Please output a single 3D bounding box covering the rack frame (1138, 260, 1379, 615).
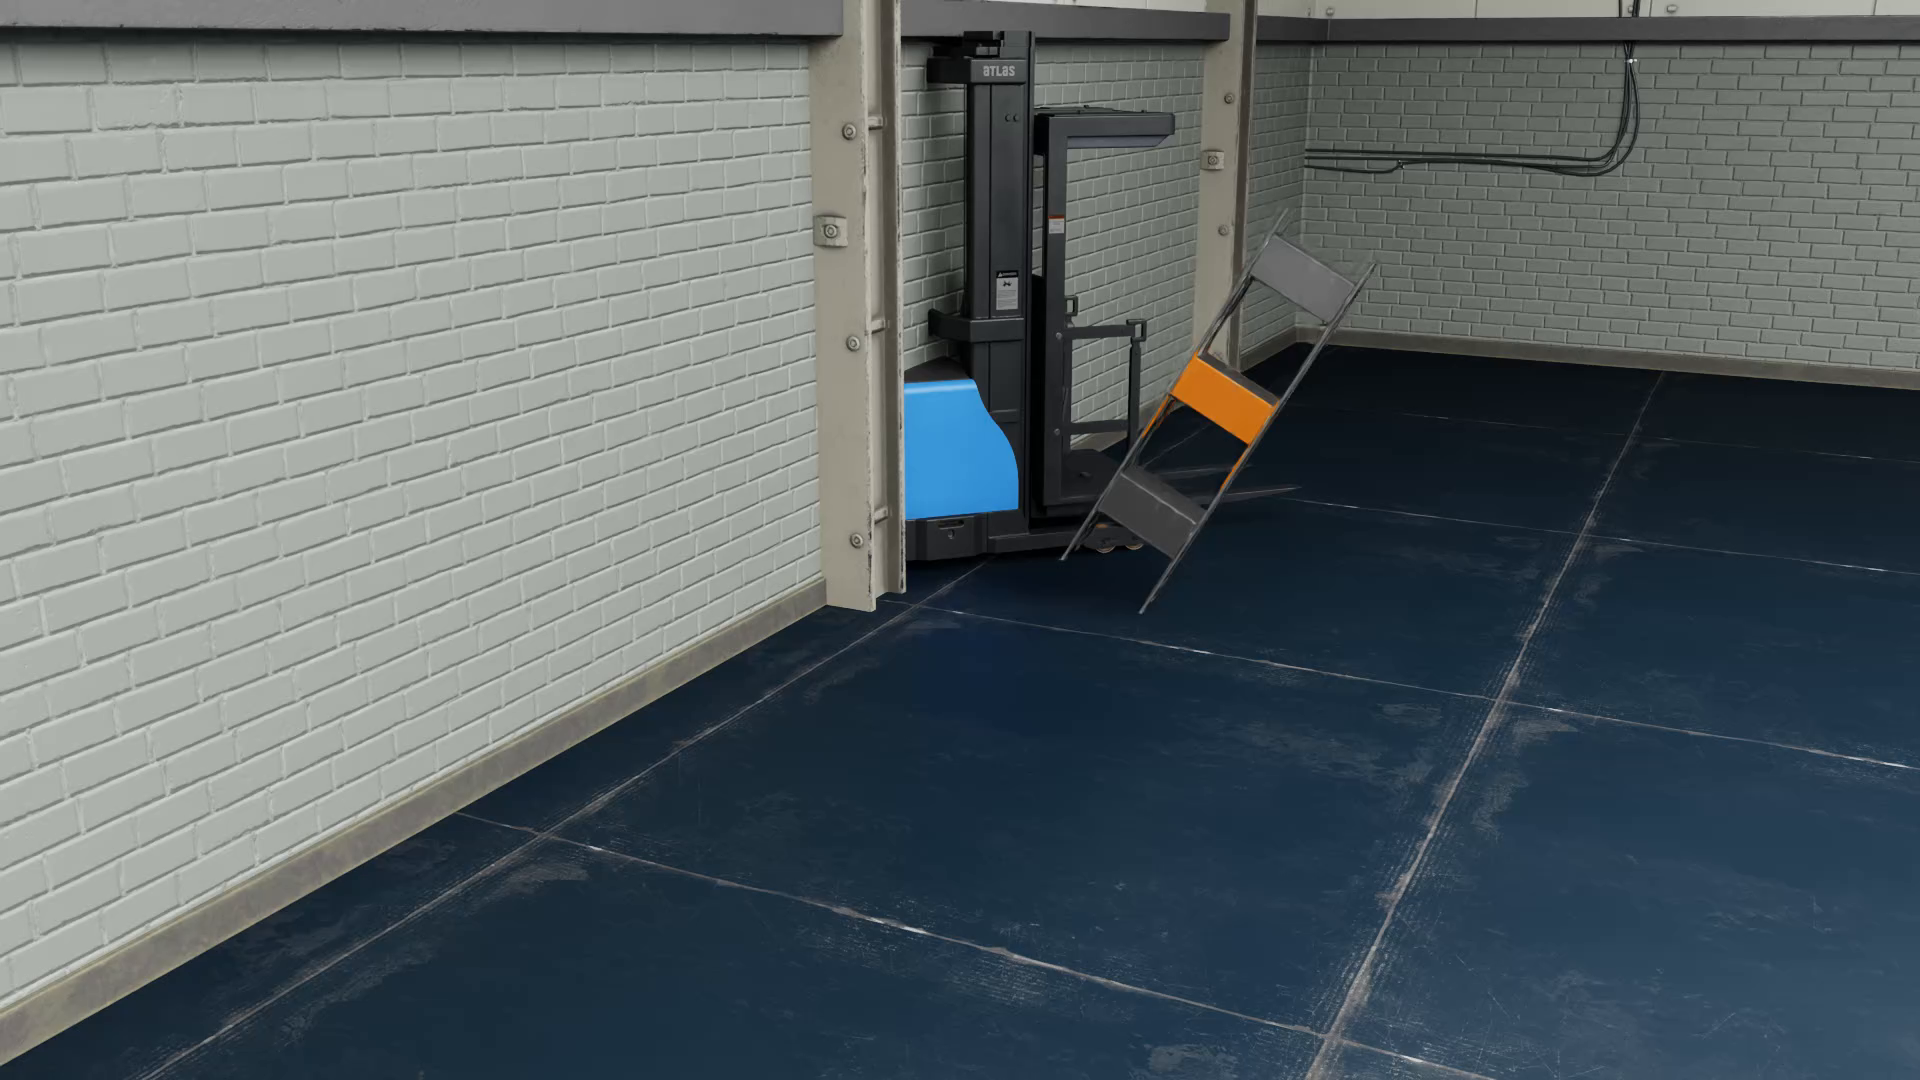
[{"bbox_3d":[1.507,-0.507,8.428,0.015,2.100,0.400,34,17,9],"label":"rack frame"}]

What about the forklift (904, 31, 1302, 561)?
[{"bbox_3d":[0.591,-1.465,9.807,3.031,2.935,1.130,-6,17,-19],"label":"forklift"}]

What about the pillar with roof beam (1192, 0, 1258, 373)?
[{"bbox_3d":[6.015,-4.986,11.007,9.100,9.000,0.400,8,18,25],"label":"pillar with roof beam"}]

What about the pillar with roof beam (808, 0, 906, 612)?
[{"bbox_3d":[3.334,-3.458,5.861,9.100,9.000,0.400,8,18,25],"label":"pillar with roof beam"}]

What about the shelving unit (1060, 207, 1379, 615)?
[{"bbox_3d":[1.307,-0.644,8.464,0.503,2.100,0.431,34,17,9],"label":"shelving unit"}]

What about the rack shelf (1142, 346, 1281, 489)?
[{"bbox_3d":[1.301,-0.632,8.468,0.480,0.518,0.431,34,17,9],"label":"rack shelf"}]

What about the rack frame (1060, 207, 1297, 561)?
[{"bbox_3d":[1.108,-0.780,8.501,0.015,2.100,0.400,34,17,9],"label":"rack frame"}]

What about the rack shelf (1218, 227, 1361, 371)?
[{"bbox_3d":[1.652,-1.202,8.262,0.480,0.518,0.431,34,17,9],"label":"rack shelf"}]

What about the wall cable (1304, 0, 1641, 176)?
[{"bbox_3d":[4.663,-4.627,15.253,3.097,2.526,0.112,8,18,25],"label":"wall cable"}]

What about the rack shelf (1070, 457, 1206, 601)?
[{"bbox_3d":[0.949,-0.063,8.674,0.480,0.518,0.431,34,17,9],"label":"rack shelf"}]
